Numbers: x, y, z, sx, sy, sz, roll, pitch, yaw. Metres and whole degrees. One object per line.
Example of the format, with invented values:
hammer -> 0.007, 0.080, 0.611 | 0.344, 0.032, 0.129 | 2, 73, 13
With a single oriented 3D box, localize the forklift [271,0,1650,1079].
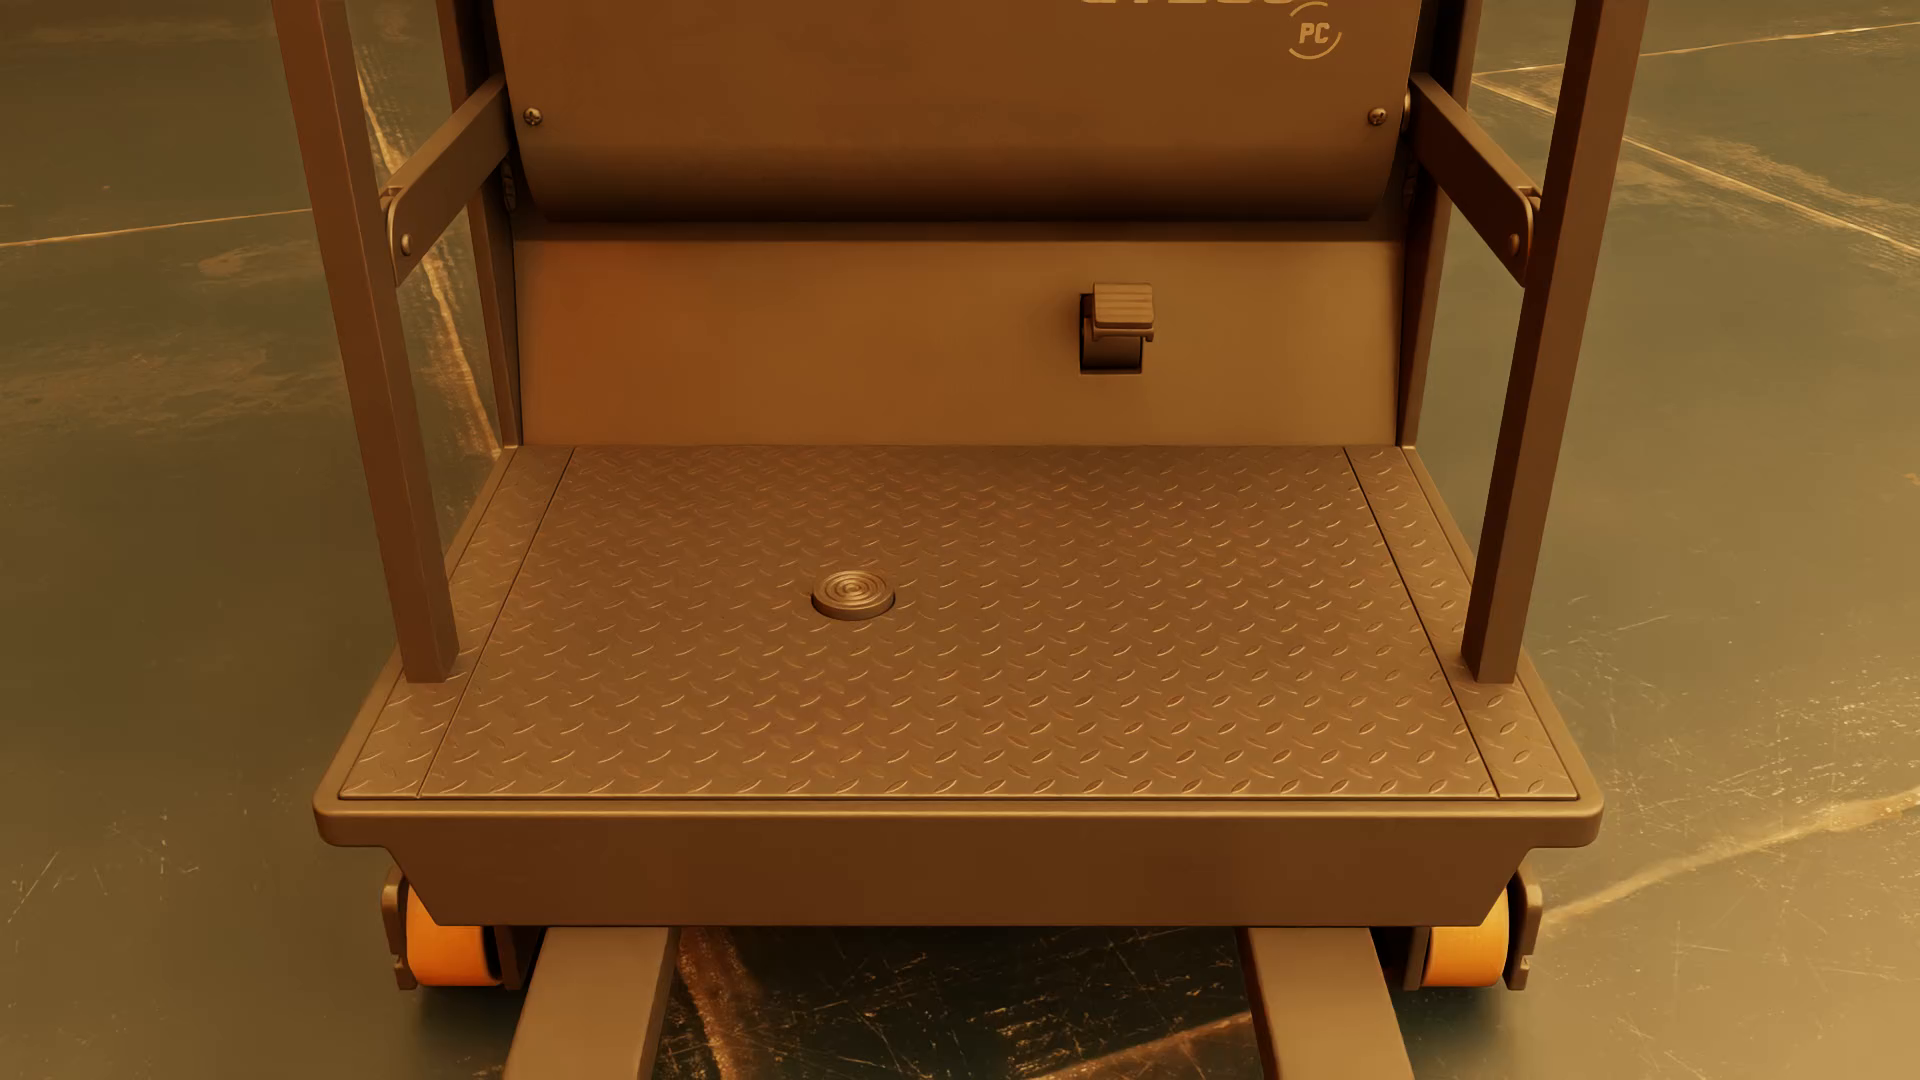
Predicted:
forklift -> -0.001, -0.972, 1.244 | 1.130, 2.935, 3.031 | 0, 30, 0
